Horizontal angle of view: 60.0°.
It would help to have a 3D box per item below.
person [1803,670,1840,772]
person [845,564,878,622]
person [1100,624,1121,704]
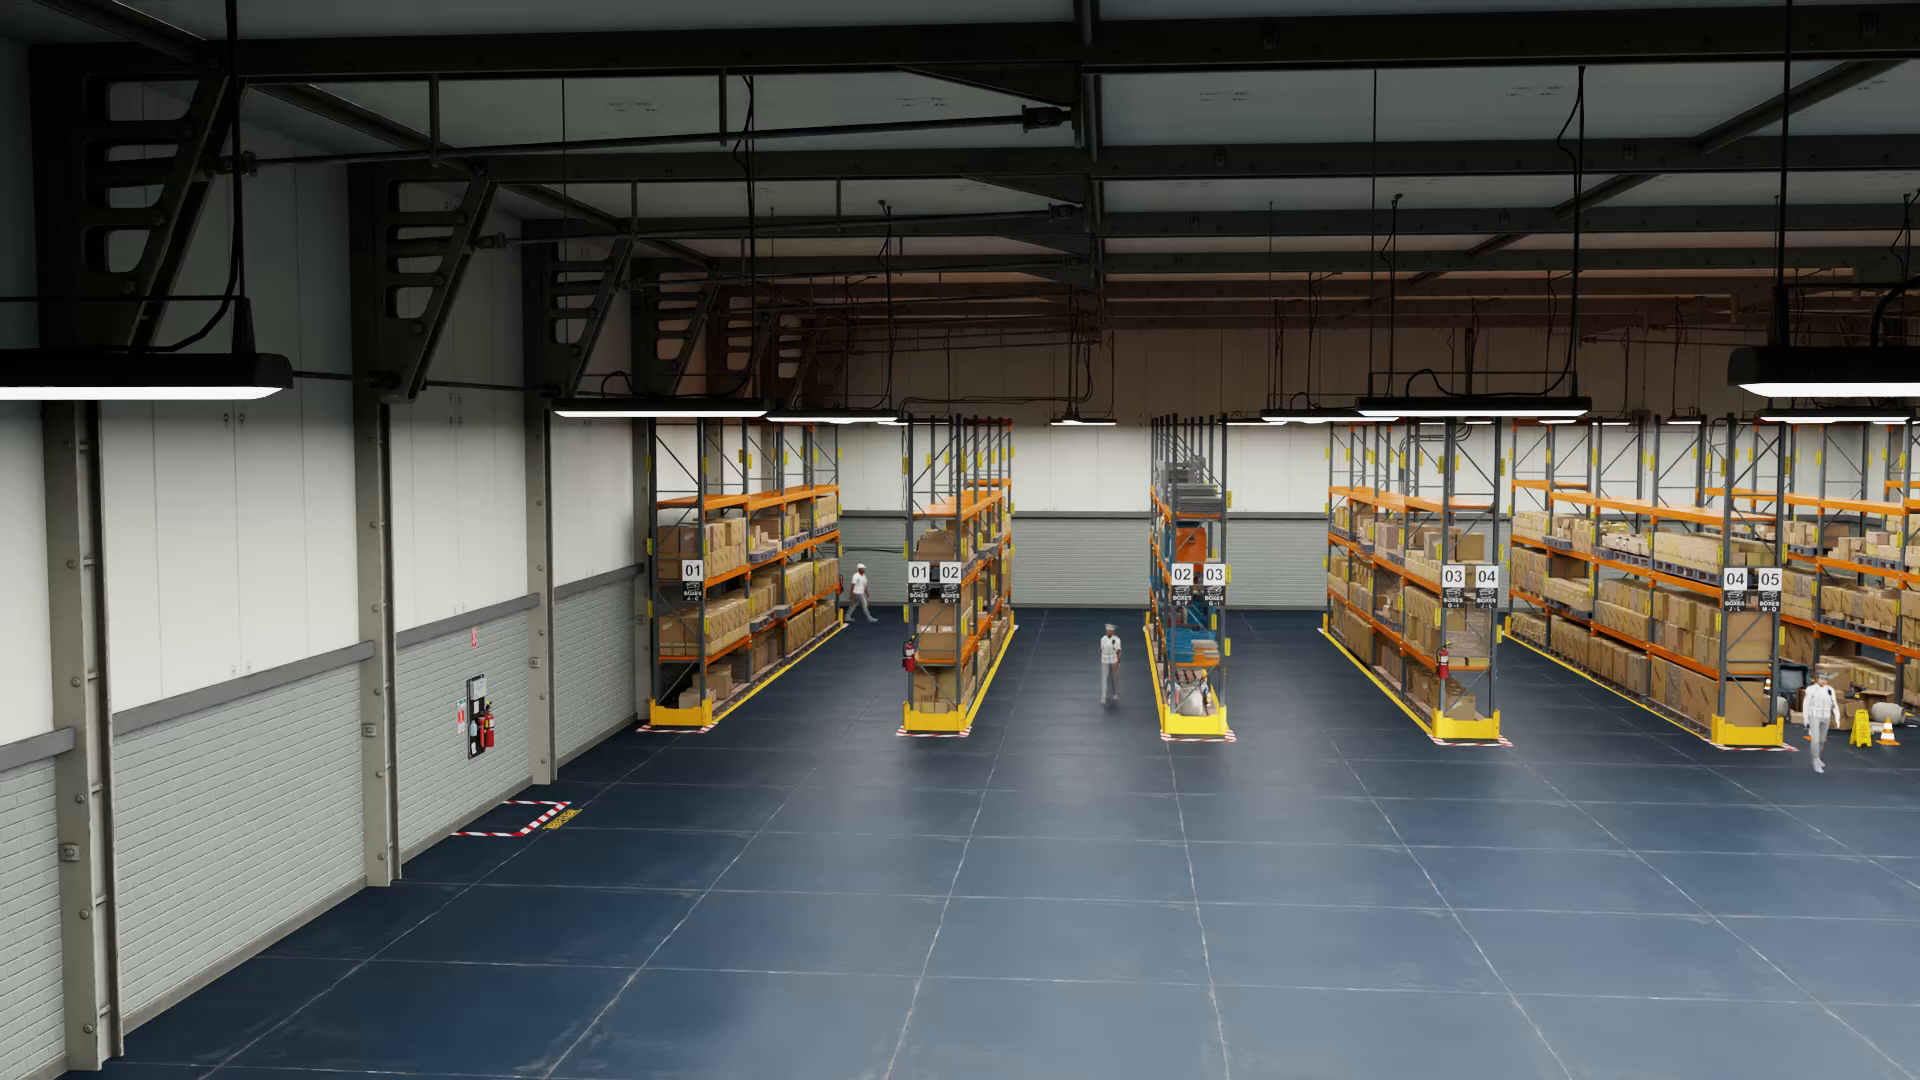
[{"bbox_3d":[14.461,3.023,27.926,0.530,1.693,0.625,0,4,5],"label":"person"},{"bbox_3d":[-2.904,1.545,49.021,1.011,1.701,0.516,0,4,1],"label":"person"},{"bbox_3d":[3.120,2.559,34.564,0.462,1.633,0.956,1,4,15],"label":"person"}]
